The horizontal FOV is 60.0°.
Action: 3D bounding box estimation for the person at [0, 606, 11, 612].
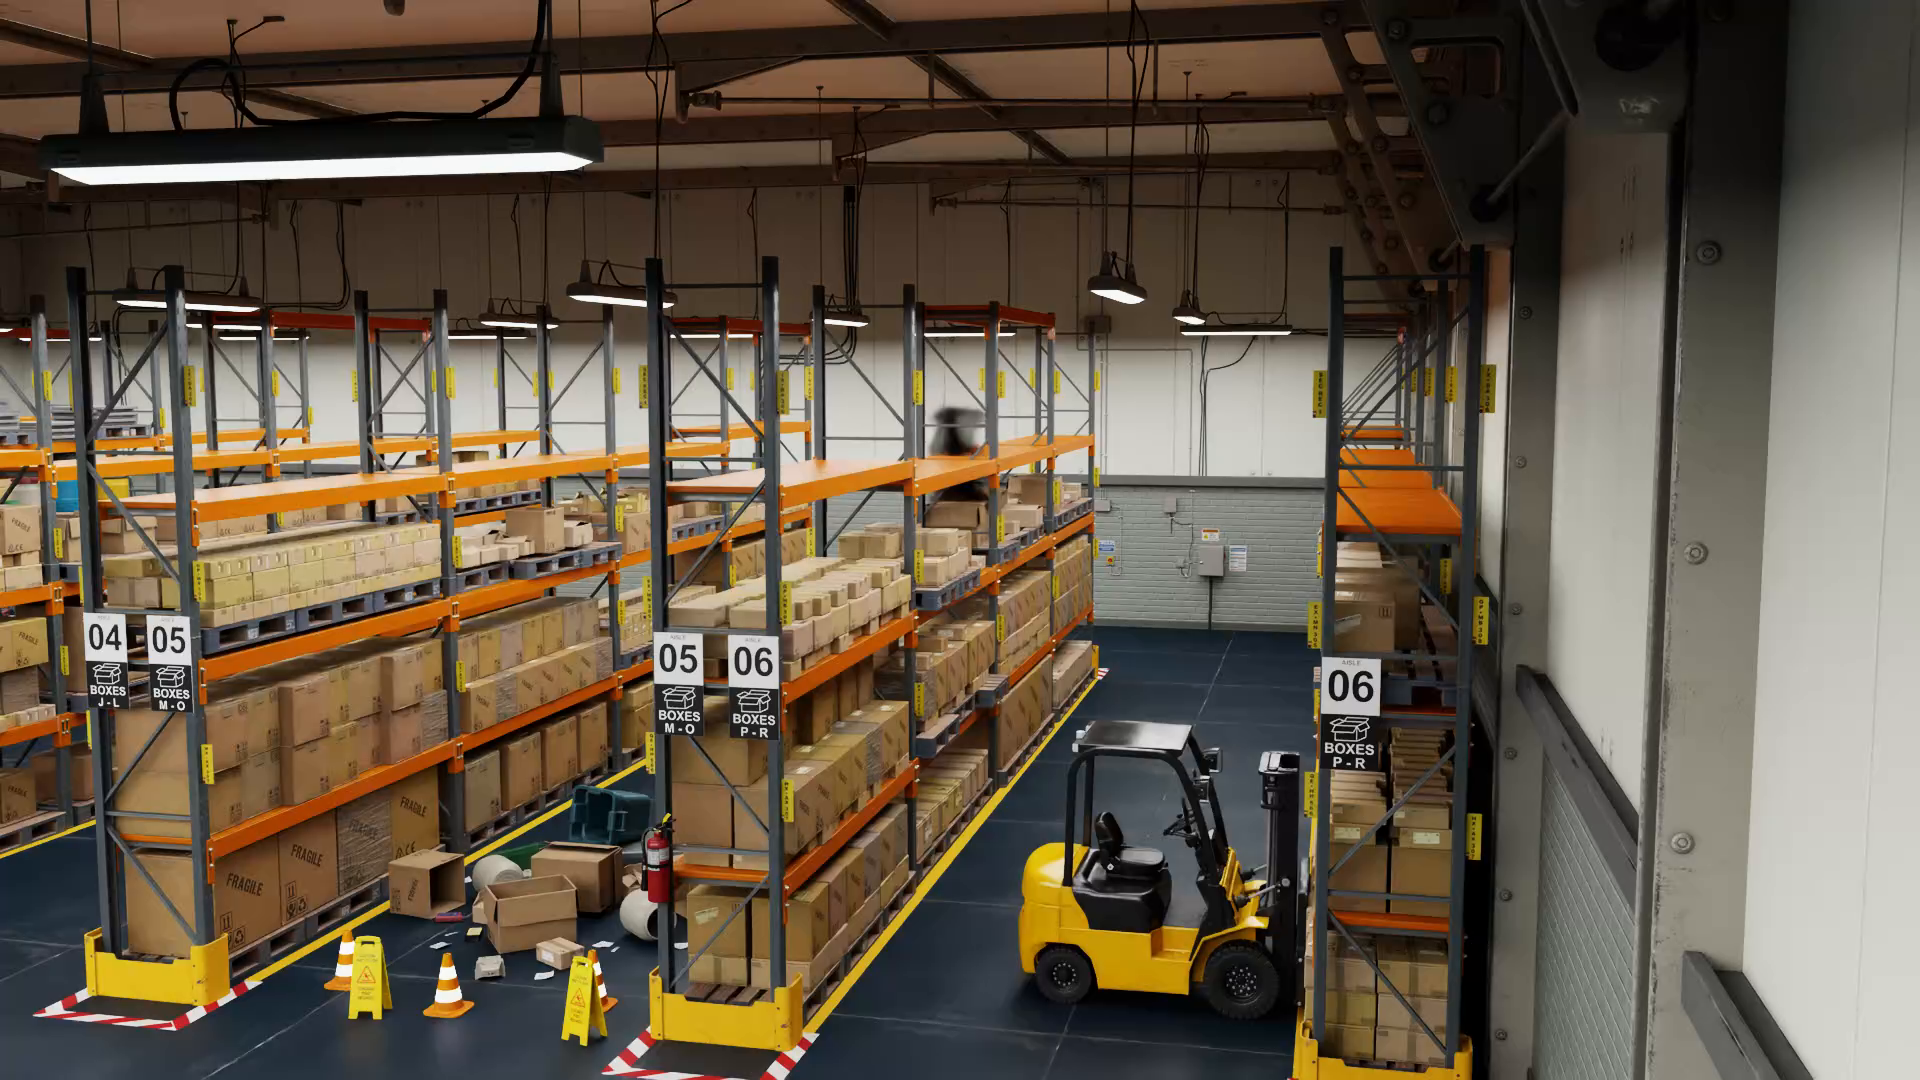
[{"bbox_3d":[-15.259,1.579,27.169,0.716,1.686,0.889,-1,6,-6],"label":"person"}]
